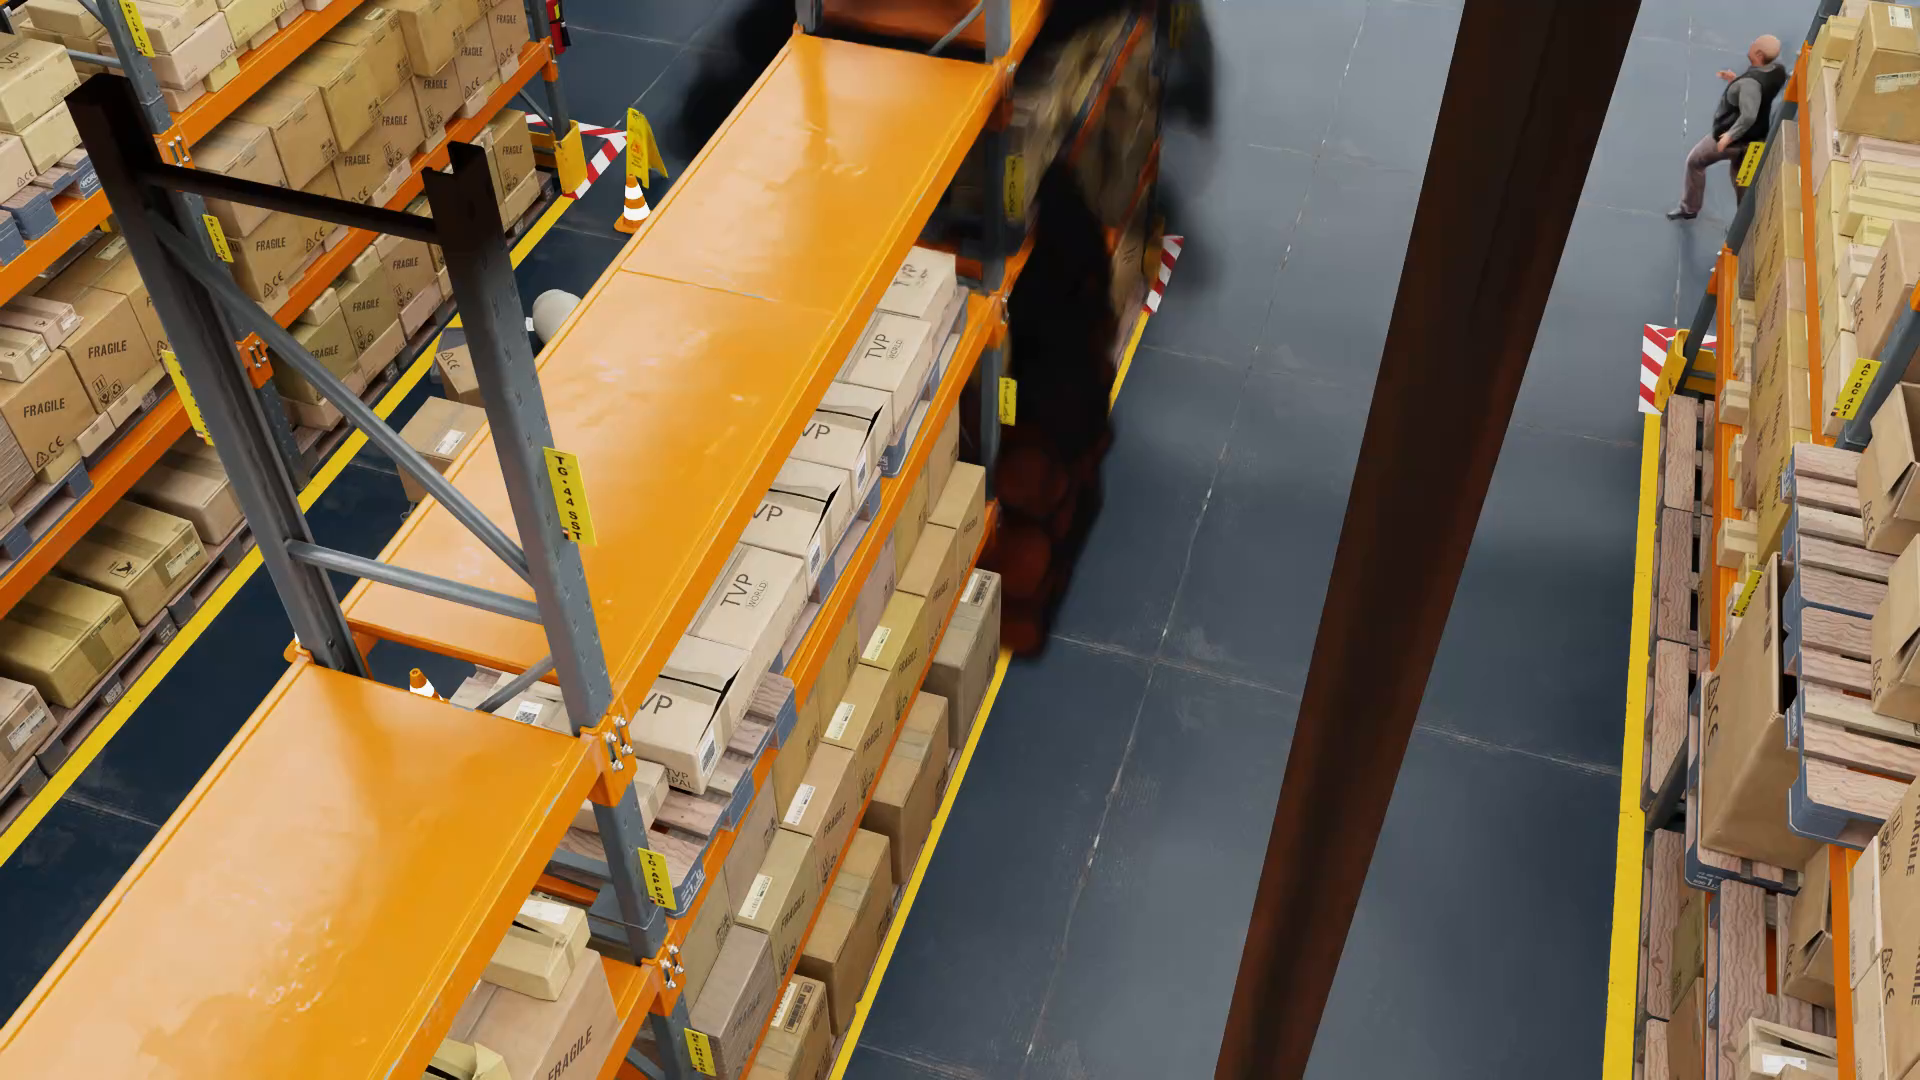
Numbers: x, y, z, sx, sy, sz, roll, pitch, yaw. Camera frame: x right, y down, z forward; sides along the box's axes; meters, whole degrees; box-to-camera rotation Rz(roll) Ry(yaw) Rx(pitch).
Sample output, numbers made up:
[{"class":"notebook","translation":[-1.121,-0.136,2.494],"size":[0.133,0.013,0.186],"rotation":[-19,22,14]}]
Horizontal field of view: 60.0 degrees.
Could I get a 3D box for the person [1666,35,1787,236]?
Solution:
[{"class":"person","translation":[6.049,-3.117,12.980],"size":[0.639,1.768,0.812],"rotation":[-18,48,-17]}]
